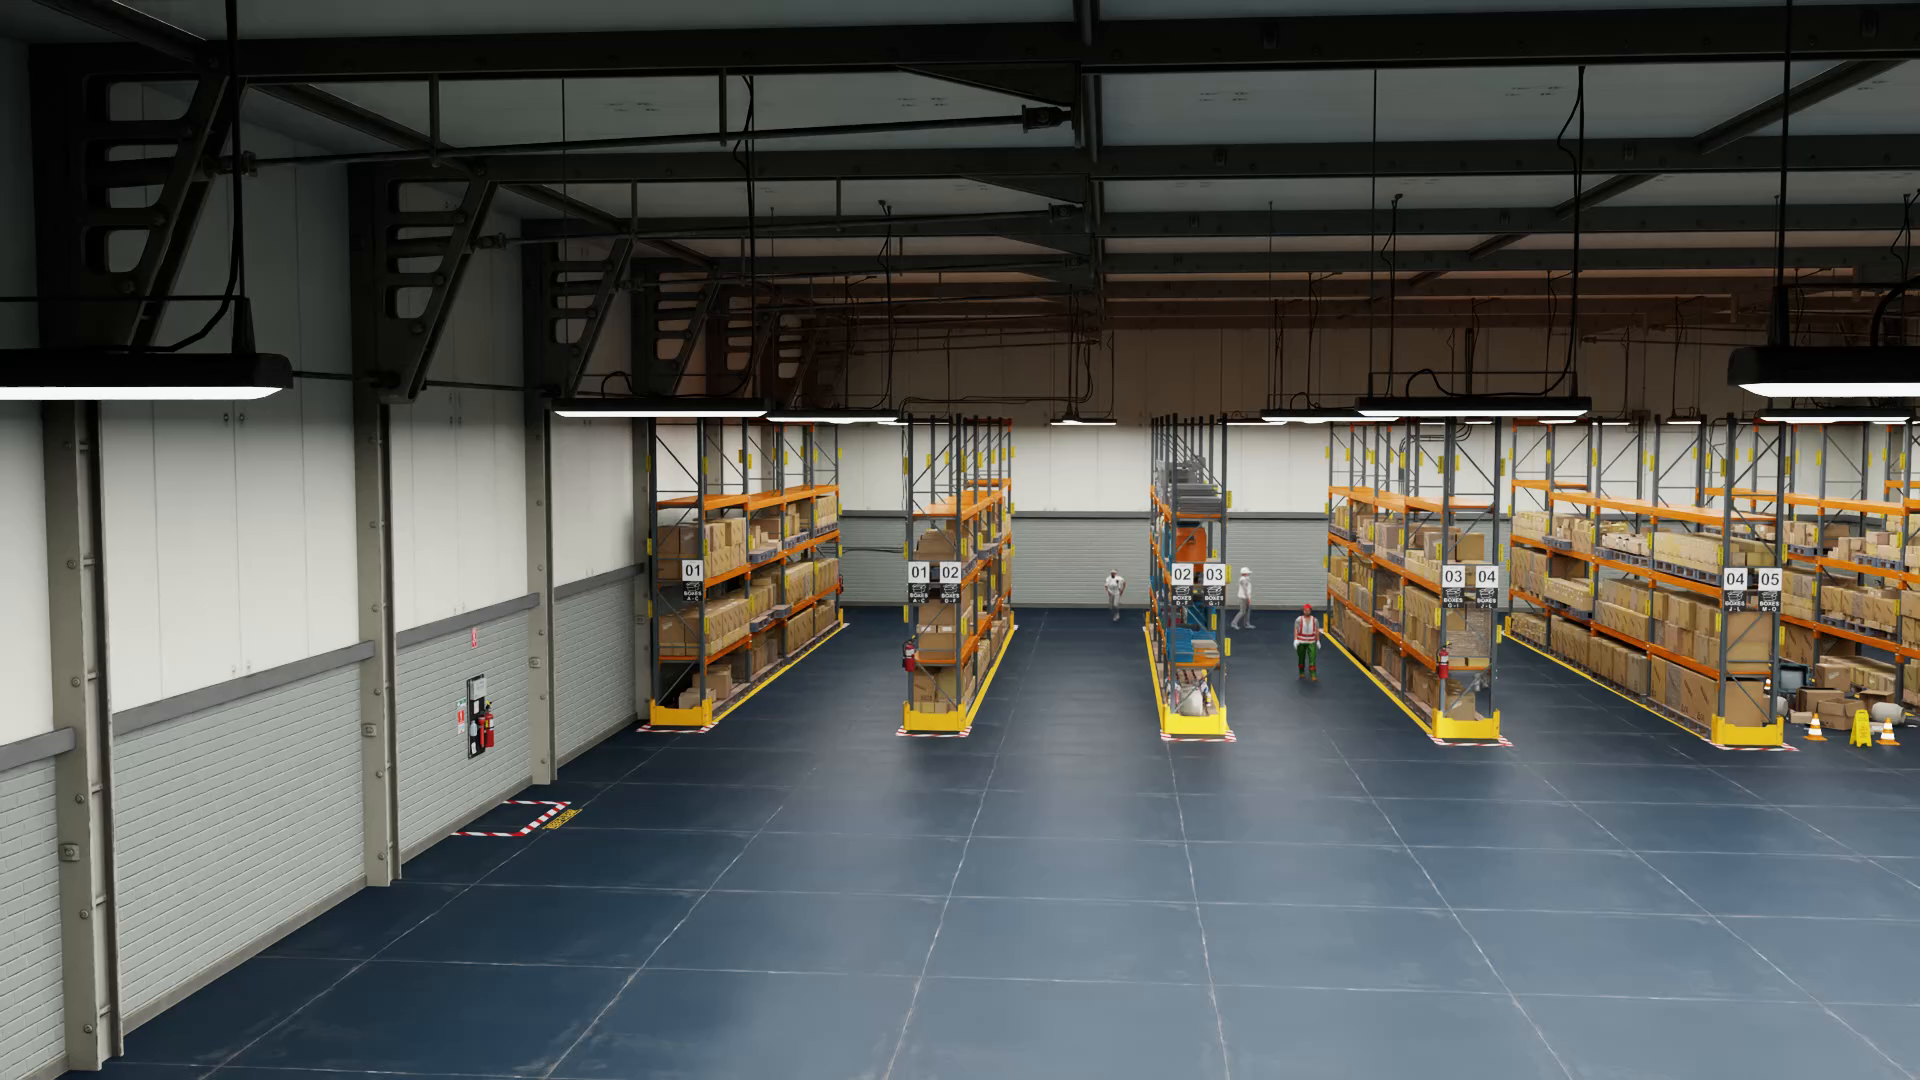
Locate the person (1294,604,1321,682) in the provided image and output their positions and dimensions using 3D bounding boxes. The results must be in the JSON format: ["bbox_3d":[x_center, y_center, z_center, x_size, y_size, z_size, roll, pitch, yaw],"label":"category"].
[{"bbox_3d":[7.832,2.306,37.463,0.633,1.732,1.020,0,4,4],"label":"person"}]

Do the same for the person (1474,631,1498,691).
[{"bbox_3d":[11.452,2.390,36.422,0.621,1.774,0.705,1,4,16],"label":"person"}]

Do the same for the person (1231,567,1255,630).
[{"bbox_3d":[8.048,1.655,47.238,0.714,1.766,0.569,0,4,6],"label":"person"}]

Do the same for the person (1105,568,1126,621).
[{"bbox_3d":[4.590,1.613,49.270,0.571,1.601,0.736,1,4,17],"label":"person"}]
